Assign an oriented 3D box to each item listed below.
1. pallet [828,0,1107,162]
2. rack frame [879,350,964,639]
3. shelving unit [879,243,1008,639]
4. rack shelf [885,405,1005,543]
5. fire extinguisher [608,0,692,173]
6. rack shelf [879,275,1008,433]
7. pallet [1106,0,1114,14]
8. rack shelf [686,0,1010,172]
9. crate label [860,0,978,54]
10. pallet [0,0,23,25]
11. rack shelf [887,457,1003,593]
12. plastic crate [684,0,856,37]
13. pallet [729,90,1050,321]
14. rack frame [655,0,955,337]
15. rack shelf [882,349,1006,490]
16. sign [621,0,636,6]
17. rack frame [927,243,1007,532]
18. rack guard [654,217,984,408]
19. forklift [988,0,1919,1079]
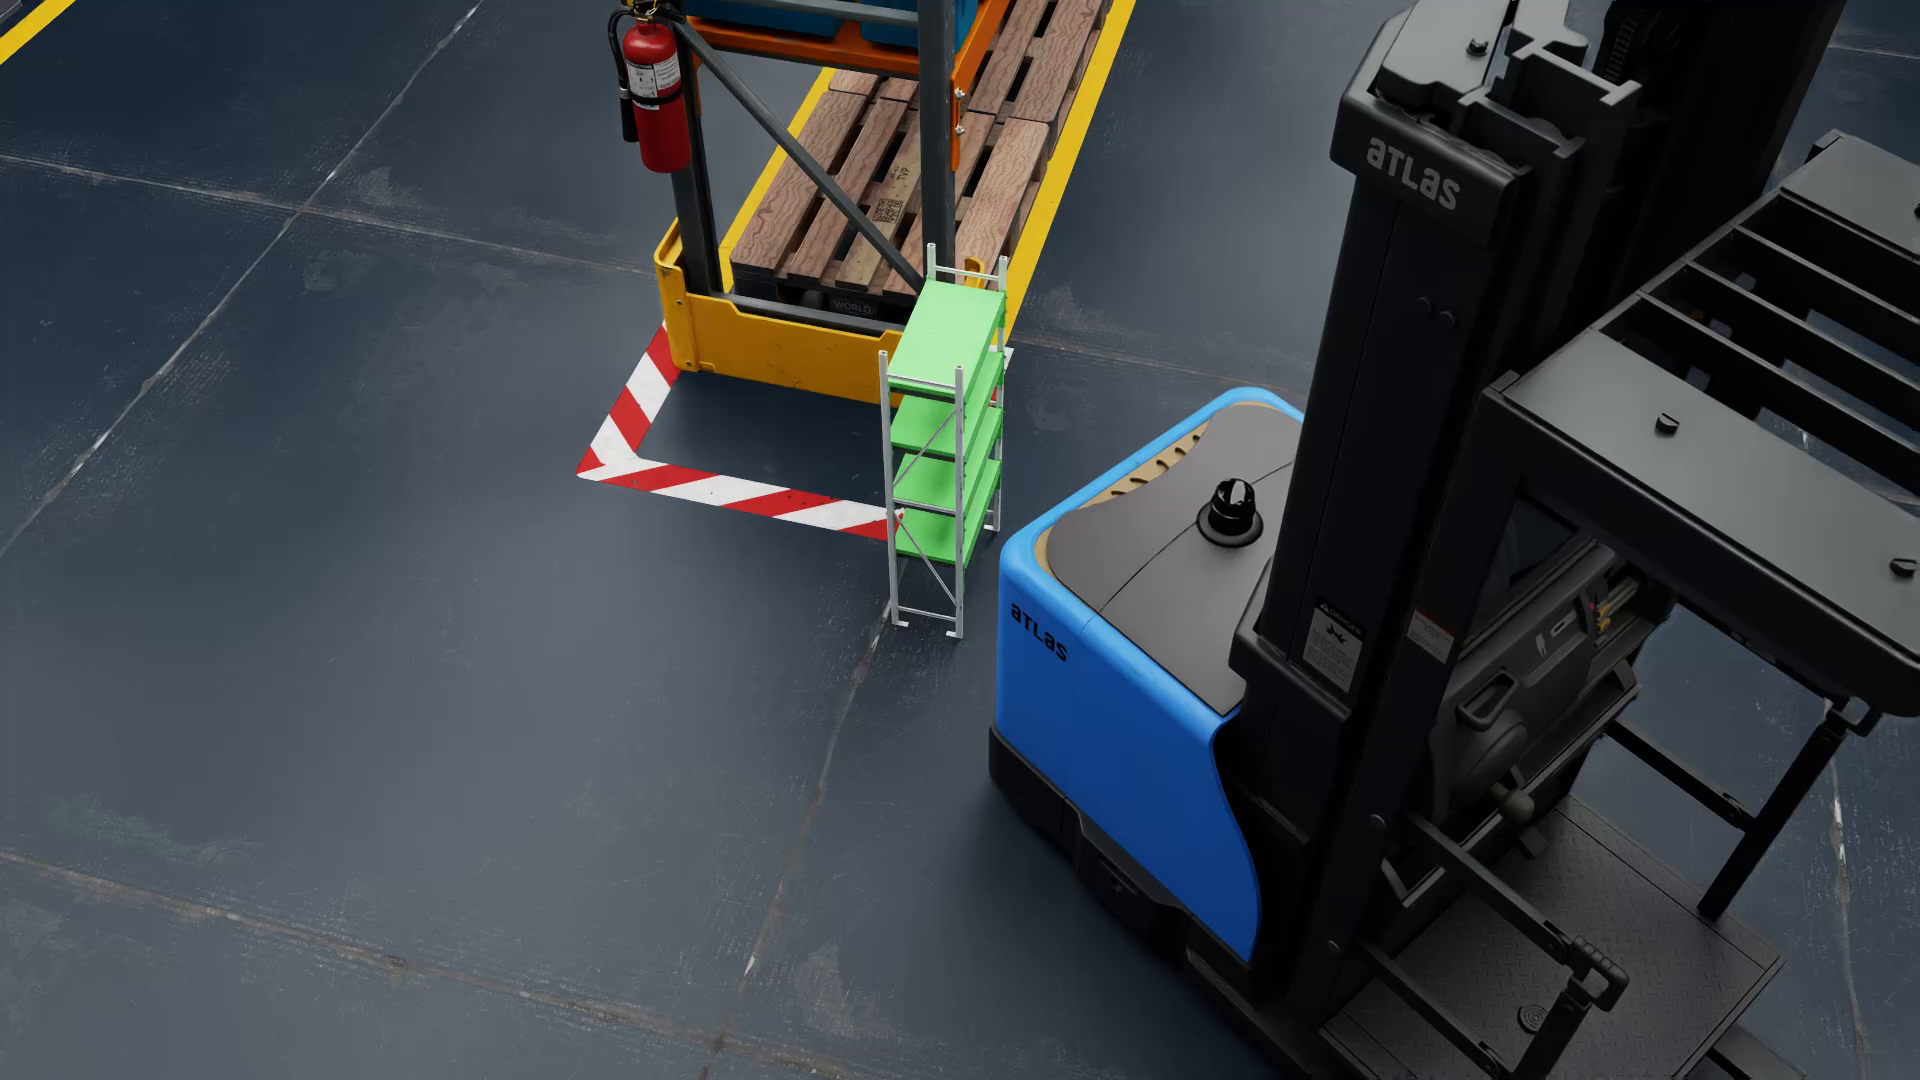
[{"bbox_3d":[0.064,-2.228,7.575,1.003,0.211,1.213,12,50,10],"label":"pallet"},{"bbox_3d":[-0.108,-0.101,5.039,0.240,1.200,0.015,12,50,10],"label":"rack frame"},{"bbox_3d":[-0.044,-0.277,5.194,0.258,1.200,0.503,12,50,10],"label":"shelving unit"},{"bbox_3d":[-0.044,-0.235,5.242,0.258,0.148,0.480,12,50,10],"label":"rack shelf"},{"bbox_3d":[-0.992,-1.513,5.385,0.296,0.674,0.183,12,50,10],"label":"fire extinguisher"},{"bbox_3d":[-0.044,-0.553,4.882,0.258,0.148,0.480,12,50,10],"label":"rack shelf"},{"bbox_3d":[0.383,-3.113,8.357,1.003,0.211,1.213,12,50,10],"label":"pallet"},{"bbox_3d":[0.013,-2.890,6.780,1.077,0.370,4.000,12,50,10],"label":"rack shelf"},{"bbox_3d":[-0.131,-1.760,5.374,0.416,0.233,0.303,12,50,10],"label":"crate label"},{"bbox_3d":[-5.157,-2.330,7.666,1.003,0.211,1.213,12,50,10],"label":"pallet"},{"bbox_3d":[-0.044,-0.076,5.422,0.258,0.148,0.480,12,50,10],"label":"rack shelf"},{"bbox_3d":[-0.606,-1.992,5.444,0.616,0.435,0.499,12,50,10],"label":"plastic crate"},{"bbox_3d":[-0.259,-1.348,6.799,1.003,0.211,1.213,12,50,10],"label":"pallet"},{"bbox_3d":[-0.514,-1.682,5.234,1.000,3.000,0.127,12,50,10],"label":"rack frame"},{"bbox_3d":[-0.044,-0.394,5.062,0.258,0.148,0.480,12,50,10],"label":"rack shelf"},{"bbox_3d":[-1.049,-1.833,5.258,0.100,0.325,0.005,12,50,10],"label":"sign"},{"bbox_3d":[0.021,-0.454,5.350,0.240,1.200,0.015,12,50,10],"label":"rack frame"},{"bbox_3d":[-0.507,-0.835,6.153,1.175,0.500,0.348,12,50,10],"label":"rack guard"},{"bbox_3d":[1.437,0.347,3.489,1.130,2.935,3.031,-33,56,-26],"label":"forklift"}]
